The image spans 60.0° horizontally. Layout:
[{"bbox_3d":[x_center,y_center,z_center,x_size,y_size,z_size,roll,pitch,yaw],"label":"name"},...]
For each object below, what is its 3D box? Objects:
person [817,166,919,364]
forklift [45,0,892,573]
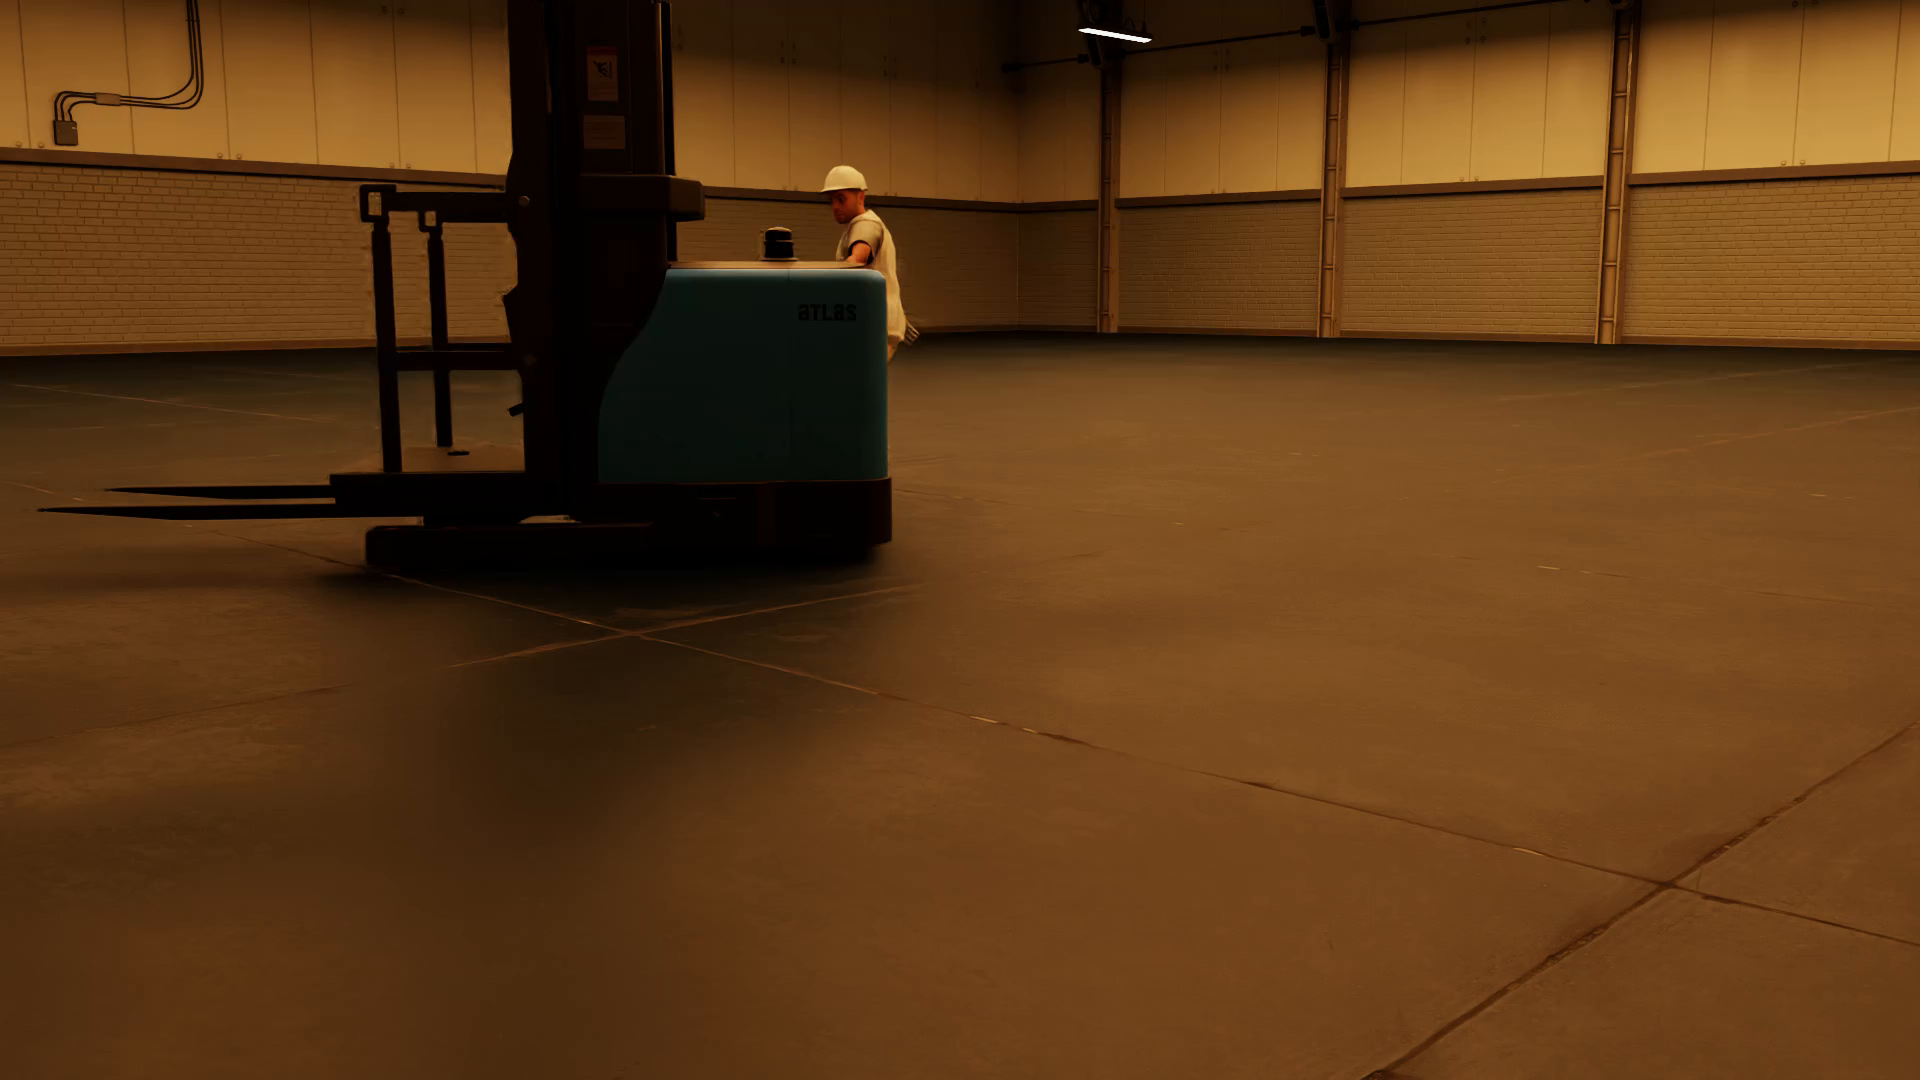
[{"bbox_3d":[-0.502,-1.055,8.480,0.510,1.663,1.189,2,9,13],"label":"person"},{"bbox_3d":[-1.810,-1.414,6.264,3.031,2.935,1.130,-1,9,-7],"label":"forklift"}]
